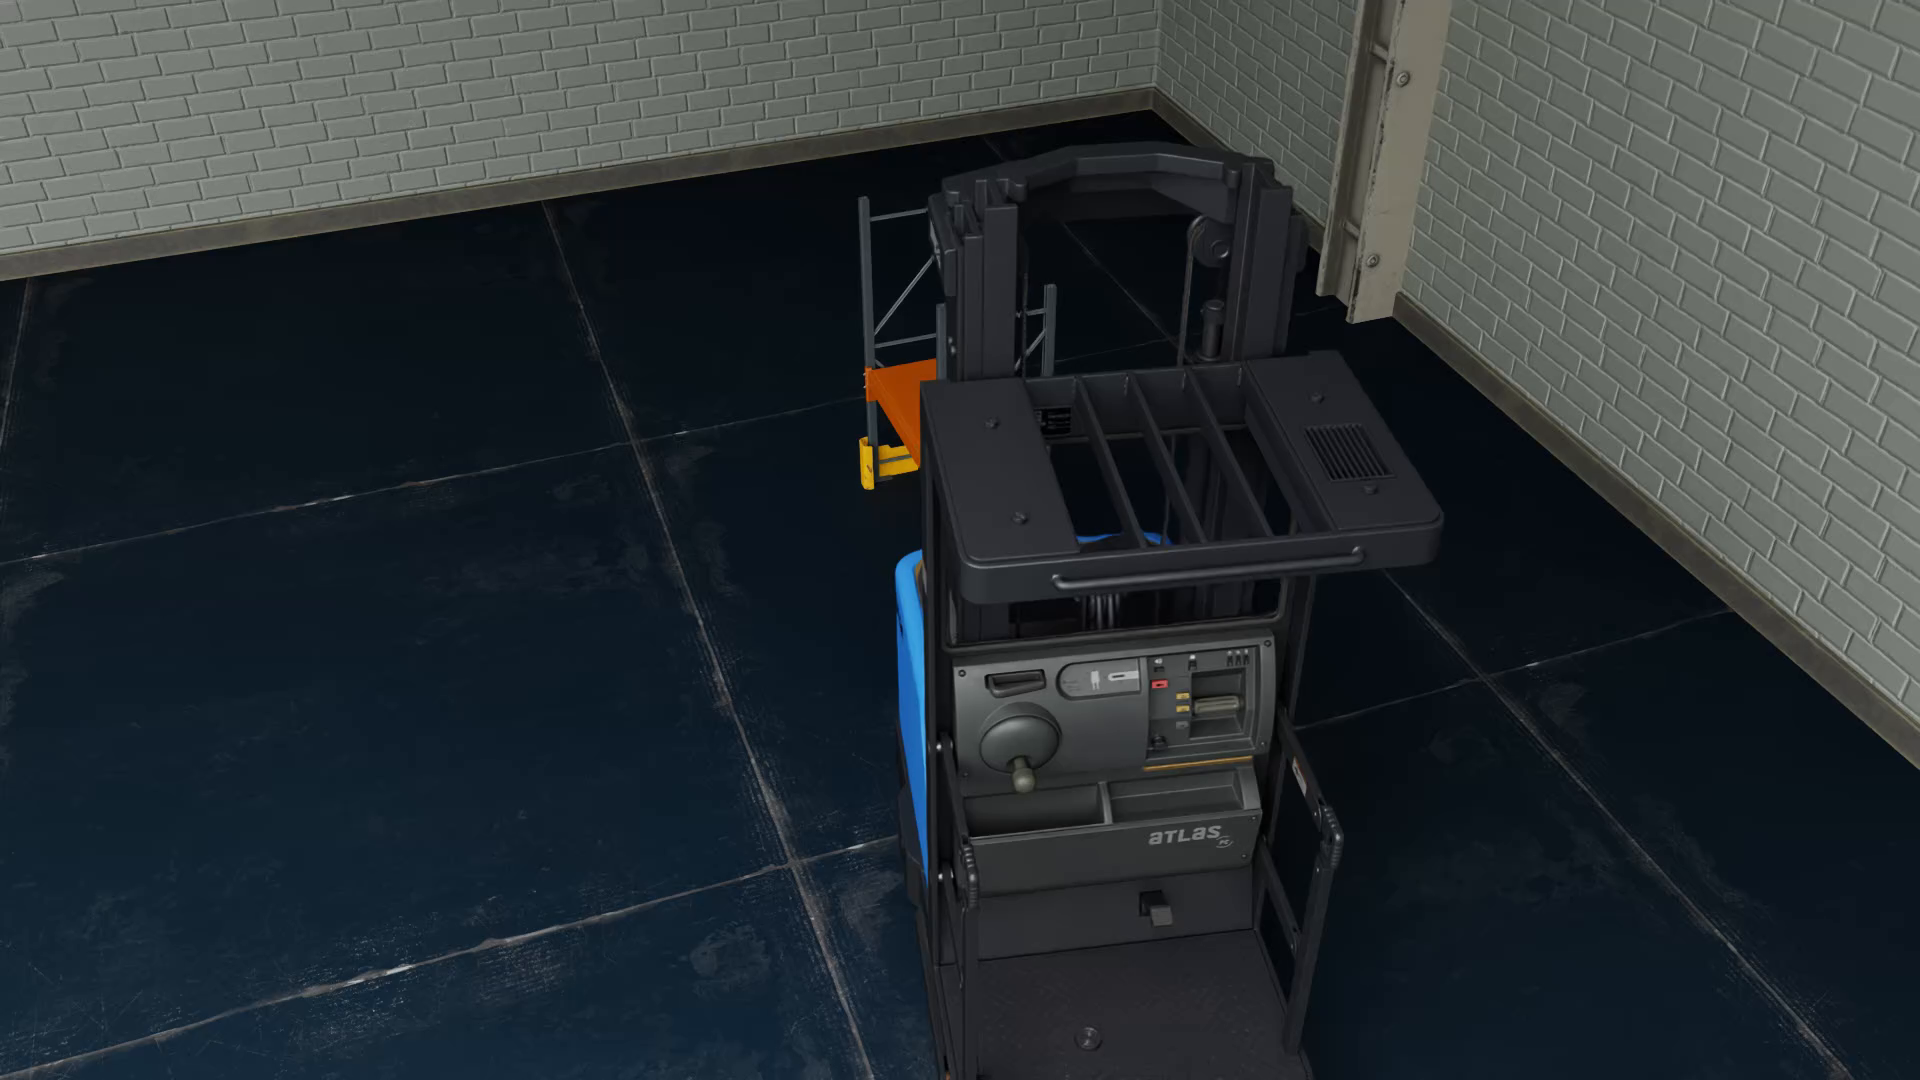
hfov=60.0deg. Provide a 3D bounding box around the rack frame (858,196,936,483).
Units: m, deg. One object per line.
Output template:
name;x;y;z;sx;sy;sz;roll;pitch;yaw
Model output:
rack frame;-0.204;-0.934;7.744;0.500;1.500;0.032;-12;39;-16

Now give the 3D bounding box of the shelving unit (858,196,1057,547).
shelving unit;-0.026;-0.642;7.356;0.587;1.500;1.083;-12;39;-16

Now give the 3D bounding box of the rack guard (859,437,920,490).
rack guard;-0.198;-0.424;8.105;0.587;0.250;0.087;-12;39;-16

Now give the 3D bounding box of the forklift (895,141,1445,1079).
forklift;0.478;0.559;4.572;1.130;2.935;3.031;-5;37;-7

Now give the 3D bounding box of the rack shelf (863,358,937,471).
rack shelf;-0.029;-0.504;7.471;0.538;0.185;1.000;-12;39;-16

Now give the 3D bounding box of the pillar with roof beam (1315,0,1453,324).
pillar with roof beam;-1.769;-4.063;5.665;9.100;9.000;0.400;-12;39;-16

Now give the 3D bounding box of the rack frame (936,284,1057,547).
rack frame;0.146;-0.360;6.981;0.500;1.500;0.032;-12;39;-16
